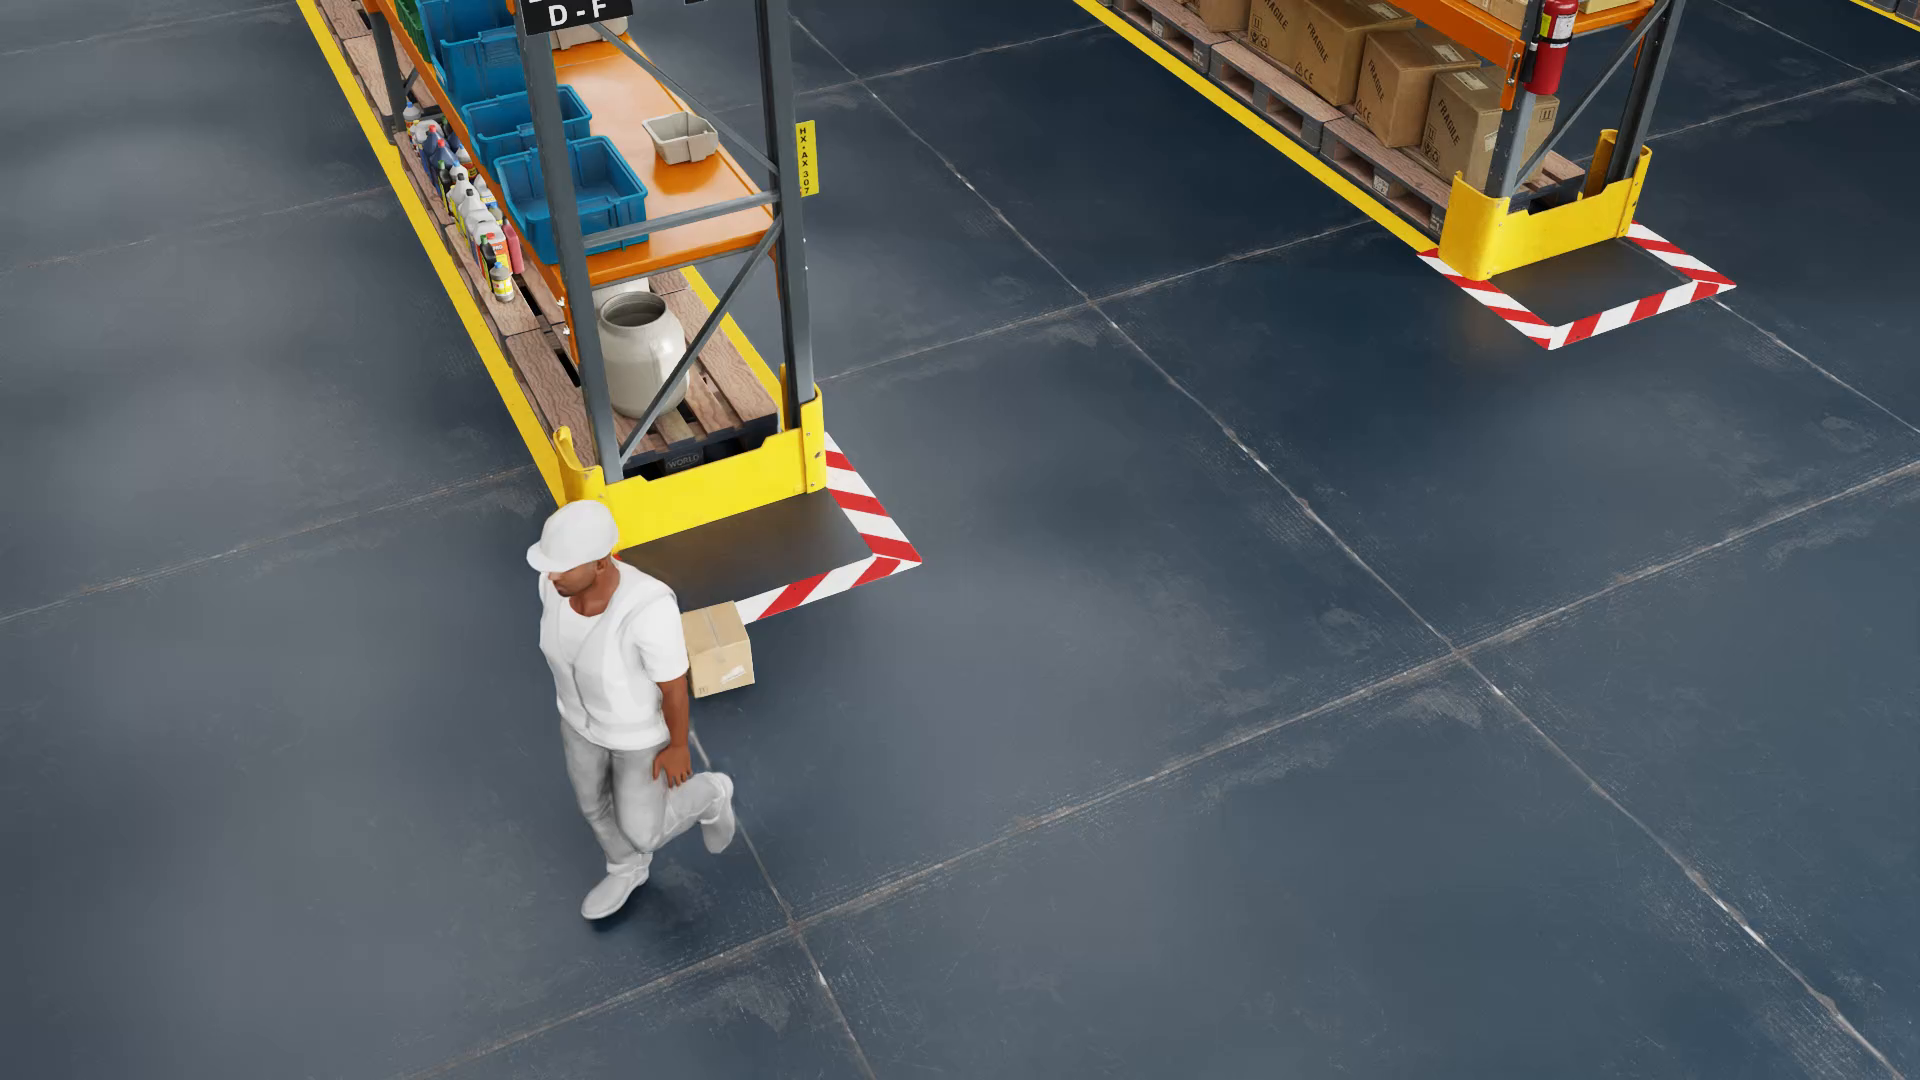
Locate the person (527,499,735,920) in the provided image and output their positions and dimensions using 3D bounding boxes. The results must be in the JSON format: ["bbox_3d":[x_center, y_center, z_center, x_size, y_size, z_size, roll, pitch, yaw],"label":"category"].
[{"bbox_3d":[-1.095,0.551,5.475,0.579,1.753,0.614,22,45,23],"label":"person"}]
